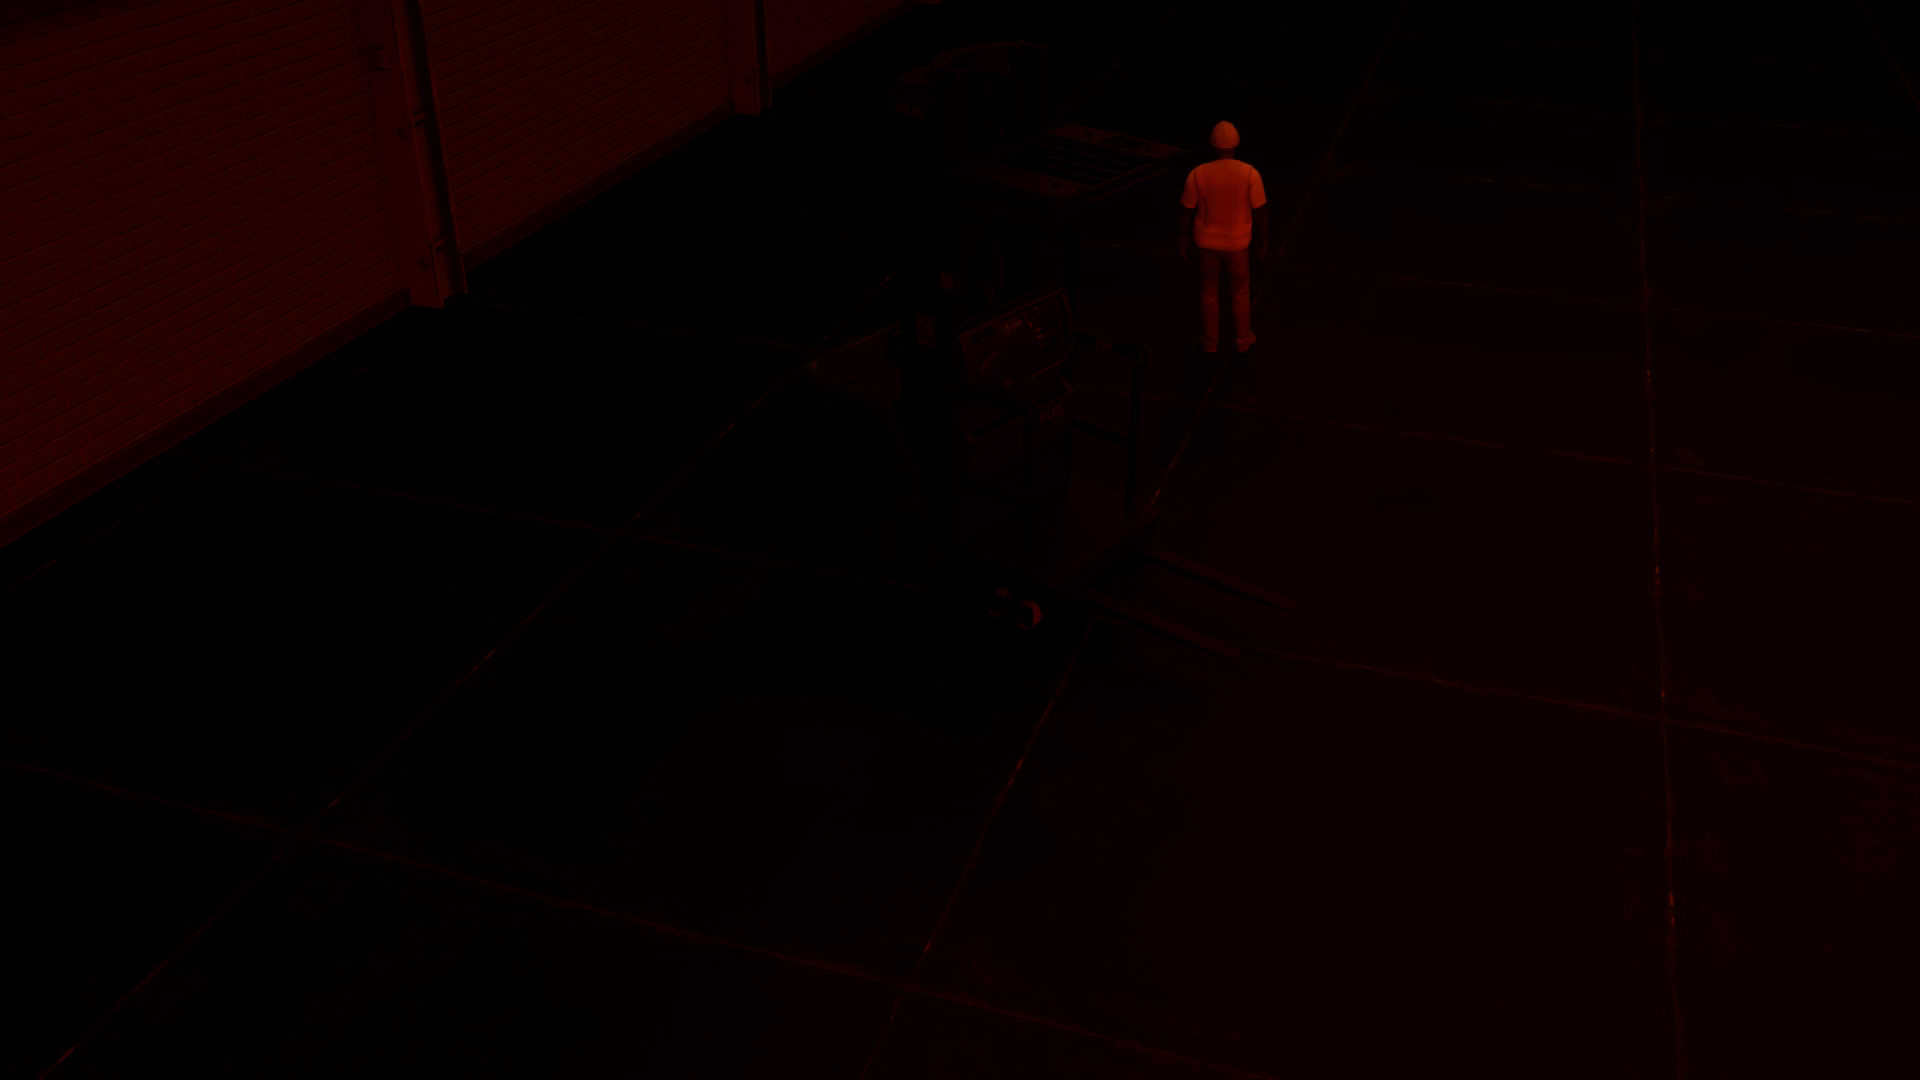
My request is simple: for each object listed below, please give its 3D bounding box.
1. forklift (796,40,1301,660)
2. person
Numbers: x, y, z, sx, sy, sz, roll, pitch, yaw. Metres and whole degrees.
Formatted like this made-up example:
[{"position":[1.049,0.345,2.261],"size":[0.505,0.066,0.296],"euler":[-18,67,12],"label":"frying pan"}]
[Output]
[{"position":[0.477,-1.074,9.021],"size":[3.031,2.935,1.130],"euler":[23,37,34],"label":"forklift"},{"position":[1.932,-2.223,12.202],"size":[0.665,1.768,0.566],"euler":[6,30,11],"label":"person"}]
